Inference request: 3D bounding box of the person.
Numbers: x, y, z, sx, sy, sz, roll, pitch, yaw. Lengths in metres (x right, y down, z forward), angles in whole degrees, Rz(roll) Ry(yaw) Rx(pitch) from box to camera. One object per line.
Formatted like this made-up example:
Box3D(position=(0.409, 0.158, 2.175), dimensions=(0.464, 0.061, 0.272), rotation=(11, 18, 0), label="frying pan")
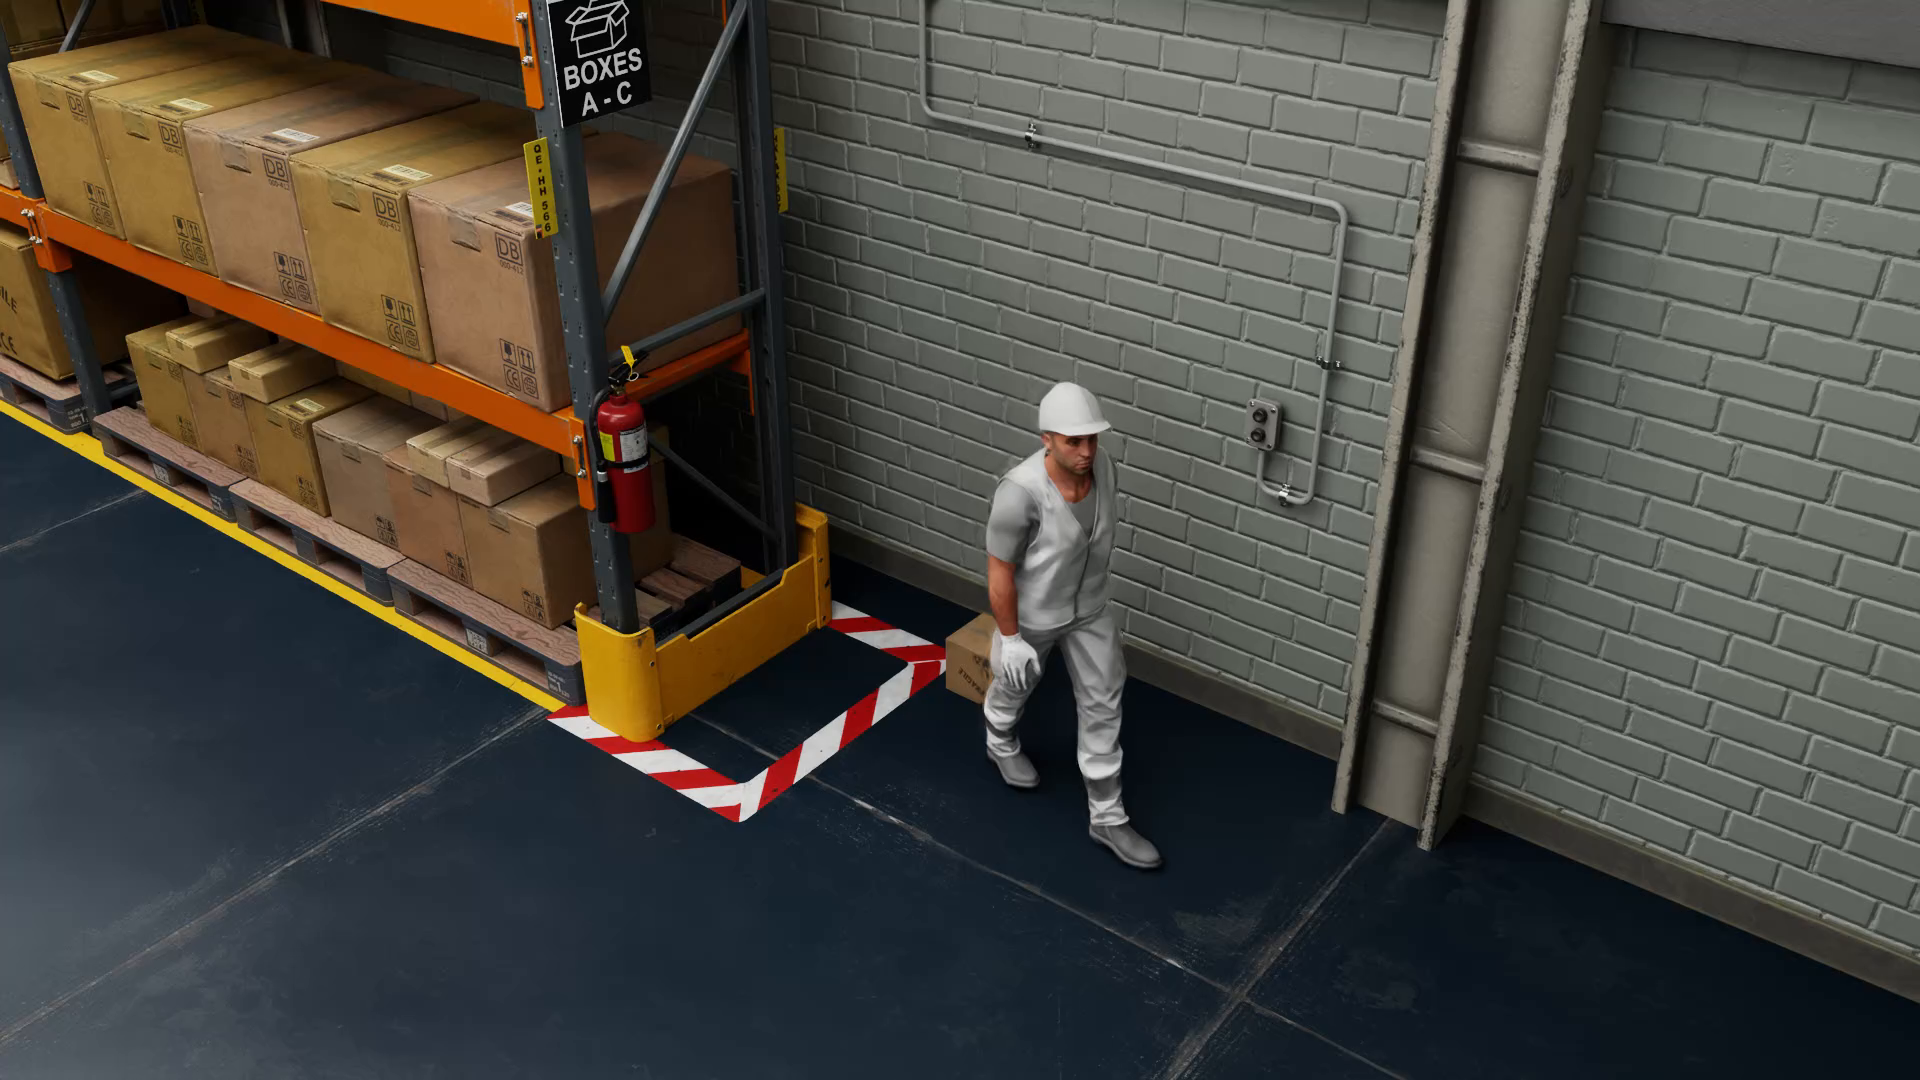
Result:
Box3D(position=(0.346, 0.256, 5.664), dimensions=(0.576, 1.754, 0.858), rotation=(-16, 34, -25), label="person")
